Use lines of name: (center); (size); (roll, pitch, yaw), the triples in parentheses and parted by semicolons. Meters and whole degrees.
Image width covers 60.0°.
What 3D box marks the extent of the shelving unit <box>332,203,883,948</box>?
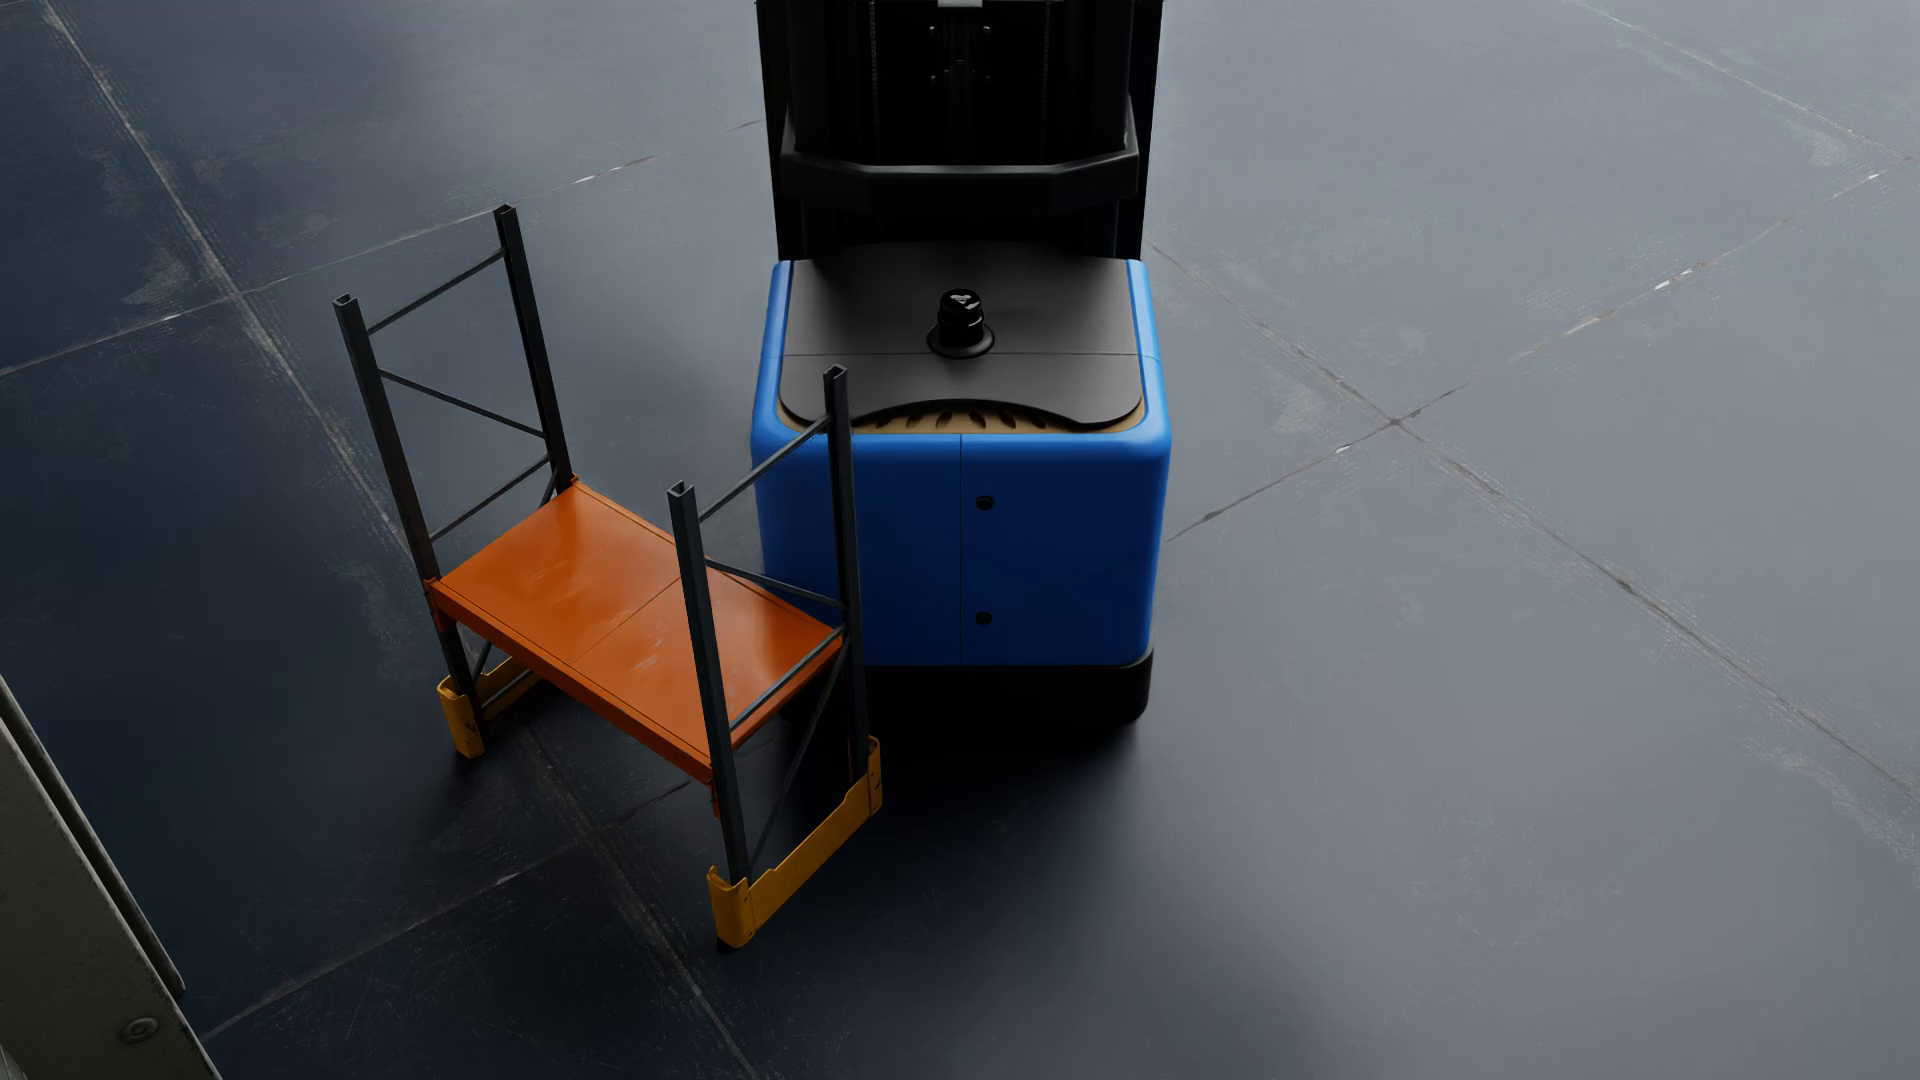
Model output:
shelving unit: (-0.808, 0.101, 4.058); (1.083, 1.500, 0.587); (28, 50, 26)

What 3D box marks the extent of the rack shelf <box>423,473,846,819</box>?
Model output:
rack shelf: (-0.801, 0.235, 4.178); (1.000, 0.185, 0.538); (28, 50, 26)

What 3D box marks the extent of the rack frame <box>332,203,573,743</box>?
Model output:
rack frame: (-1.205, -0.108, 4.277); (0.032, 1.500, 0.500); (28, 50, 26)

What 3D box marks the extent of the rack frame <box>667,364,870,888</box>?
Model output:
rack frame: (-0.397, 0.318, 3.831); (0.032, 1.500, 0.500); (28, 50, 26)

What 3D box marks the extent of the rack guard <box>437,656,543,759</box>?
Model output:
rack guard: (-1.204, 0.345, 4.708); (0.087, 0.250, 0.587); (28, 50, 26)

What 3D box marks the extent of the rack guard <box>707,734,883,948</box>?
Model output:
rack guard: (-0.412, 0.762, 4.271); (0.087, 0.250, 0.587); (28, 50, 26)

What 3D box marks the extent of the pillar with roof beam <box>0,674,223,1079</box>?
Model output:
pillar with roof beam: (1.583, -3.706, 2.615); (9.100, 9.000, 0.400); (-26, 49, -24)

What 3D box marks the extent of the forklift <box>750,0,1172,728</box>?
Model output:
forklift: (-0.003, -1.535, 4.736); (1.130, 2.935, 3.031); (0, 44, 0)
